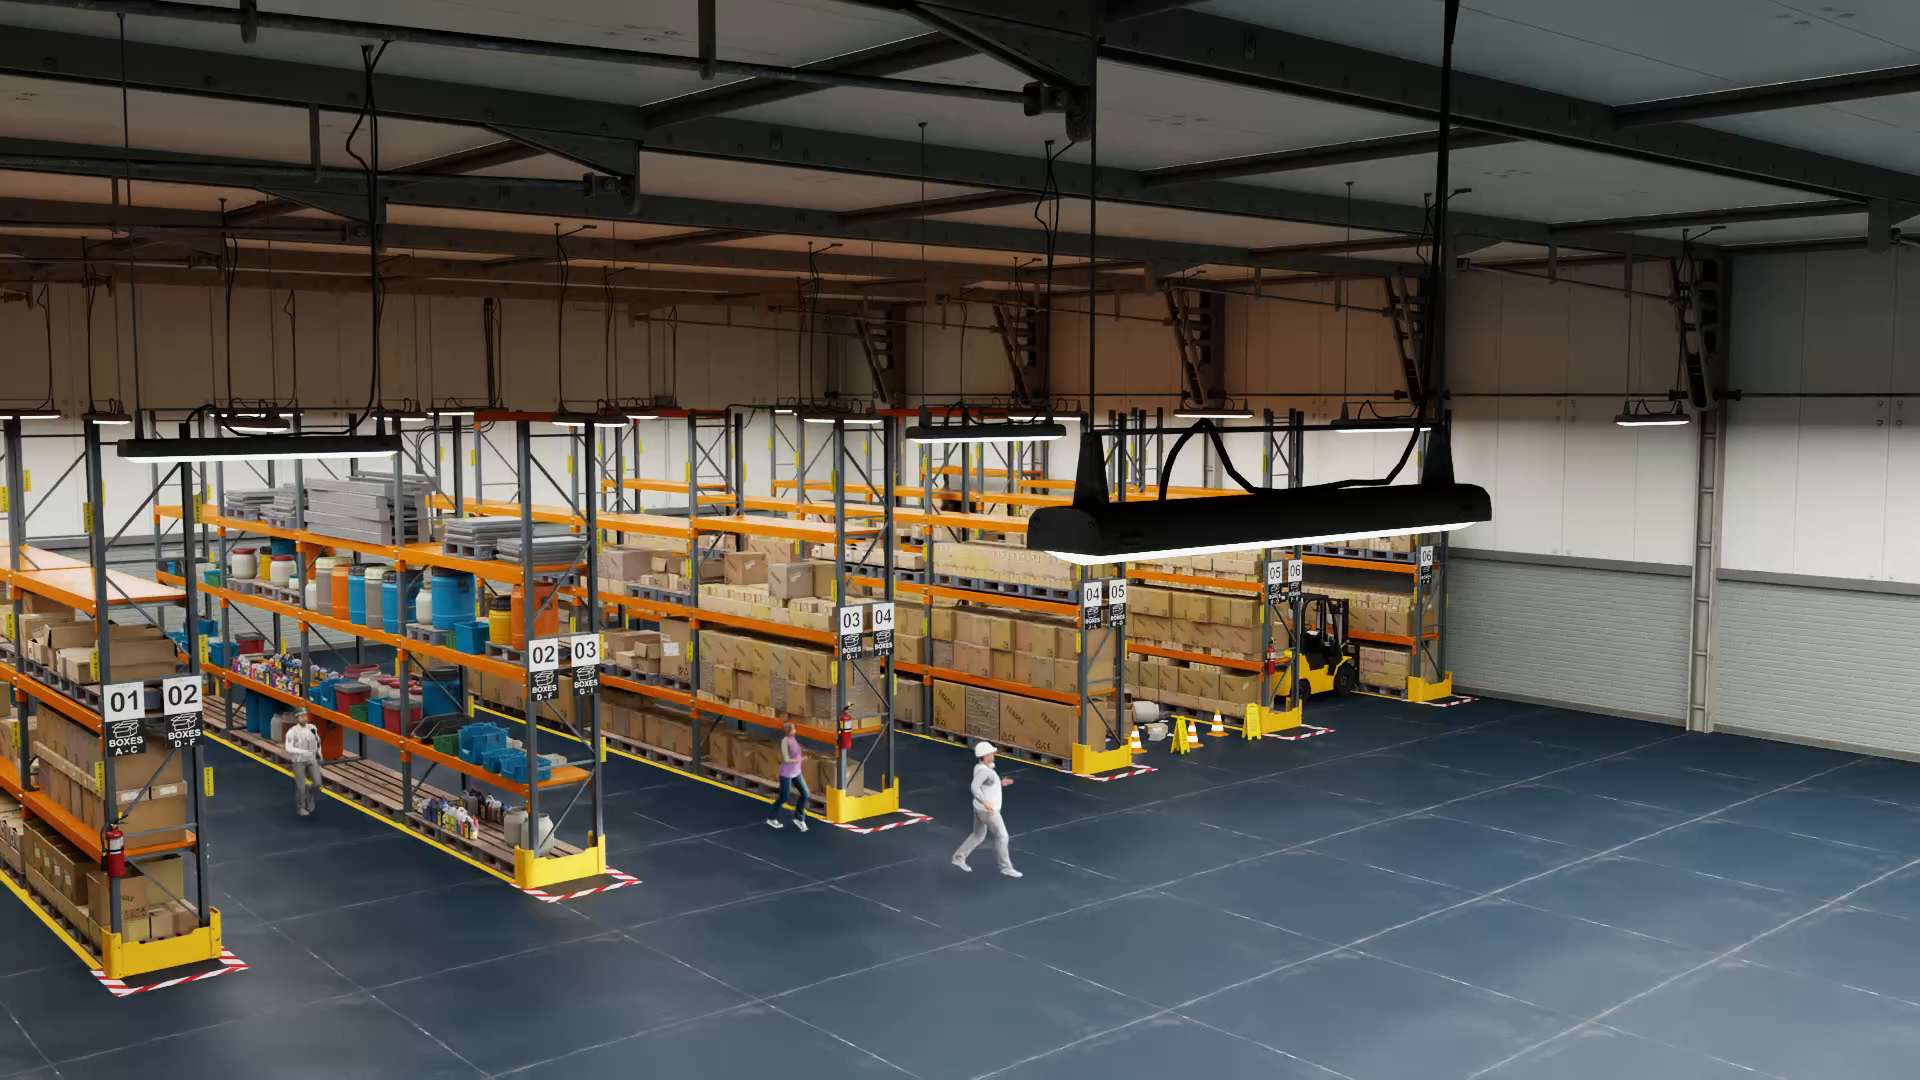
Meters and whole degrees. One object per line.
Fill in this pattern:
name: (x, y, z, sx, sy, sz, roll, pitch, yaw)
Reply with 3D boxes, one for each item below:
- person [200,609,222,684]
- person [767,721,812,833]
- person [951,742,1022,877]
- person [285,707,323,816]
person: (-16.334, 2.341, 36.198, 0.649, 1.696, 0.585, -3, 6, -30)
person: (-2.459, 3.420, 24.021, 0.711, 1.638, 0.504, 2, 5, 23)
person: (0.348, 3.518, 21.710, 0.921, 1.789, 0.644, -1, 5, -11)
person: (-9.770, 3.312, 24.871, 0.595, 1.660, 0.584, -5, 7, -43)
